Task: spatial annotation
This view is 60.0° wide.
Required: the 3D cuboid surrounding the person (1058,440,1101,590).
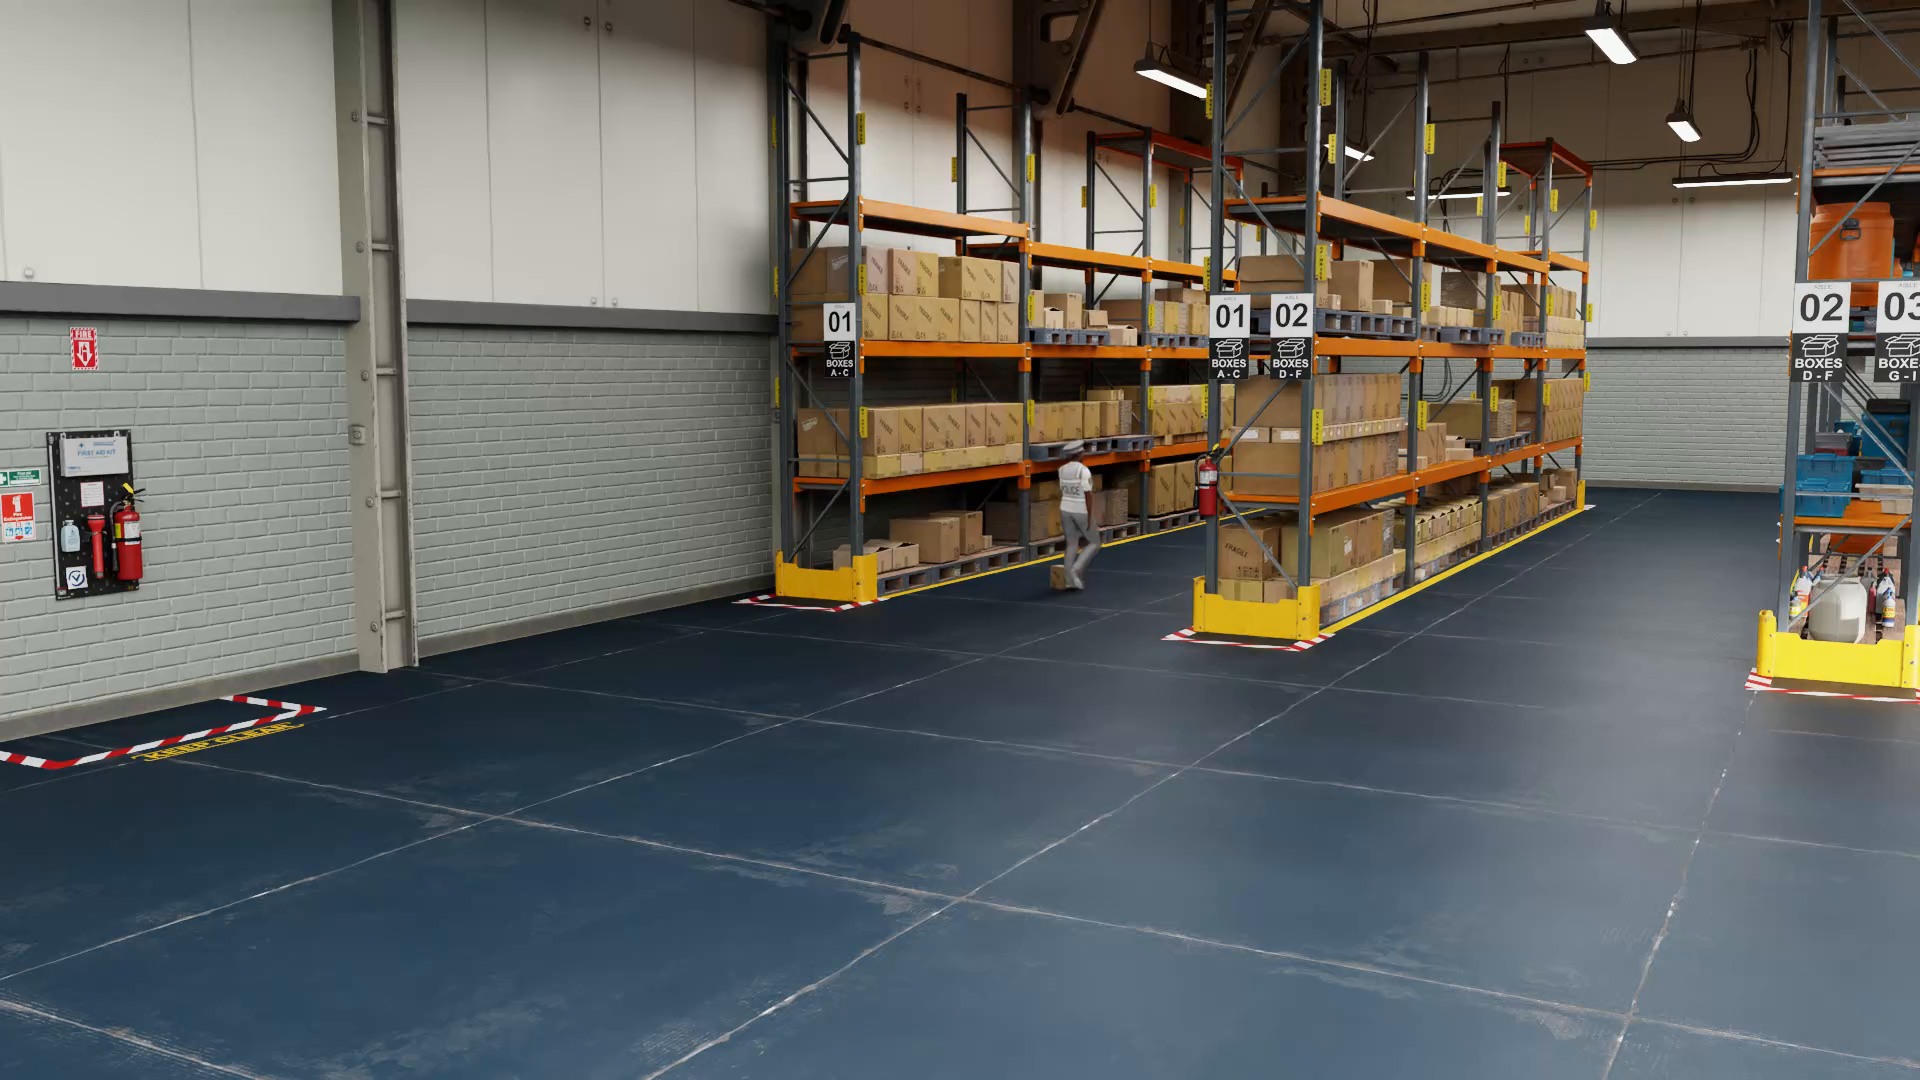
[{"bbox_3d":[1.337,-0.286,18.764,0.456,1.687,0.442,5,8,38],"label":"person"}]
